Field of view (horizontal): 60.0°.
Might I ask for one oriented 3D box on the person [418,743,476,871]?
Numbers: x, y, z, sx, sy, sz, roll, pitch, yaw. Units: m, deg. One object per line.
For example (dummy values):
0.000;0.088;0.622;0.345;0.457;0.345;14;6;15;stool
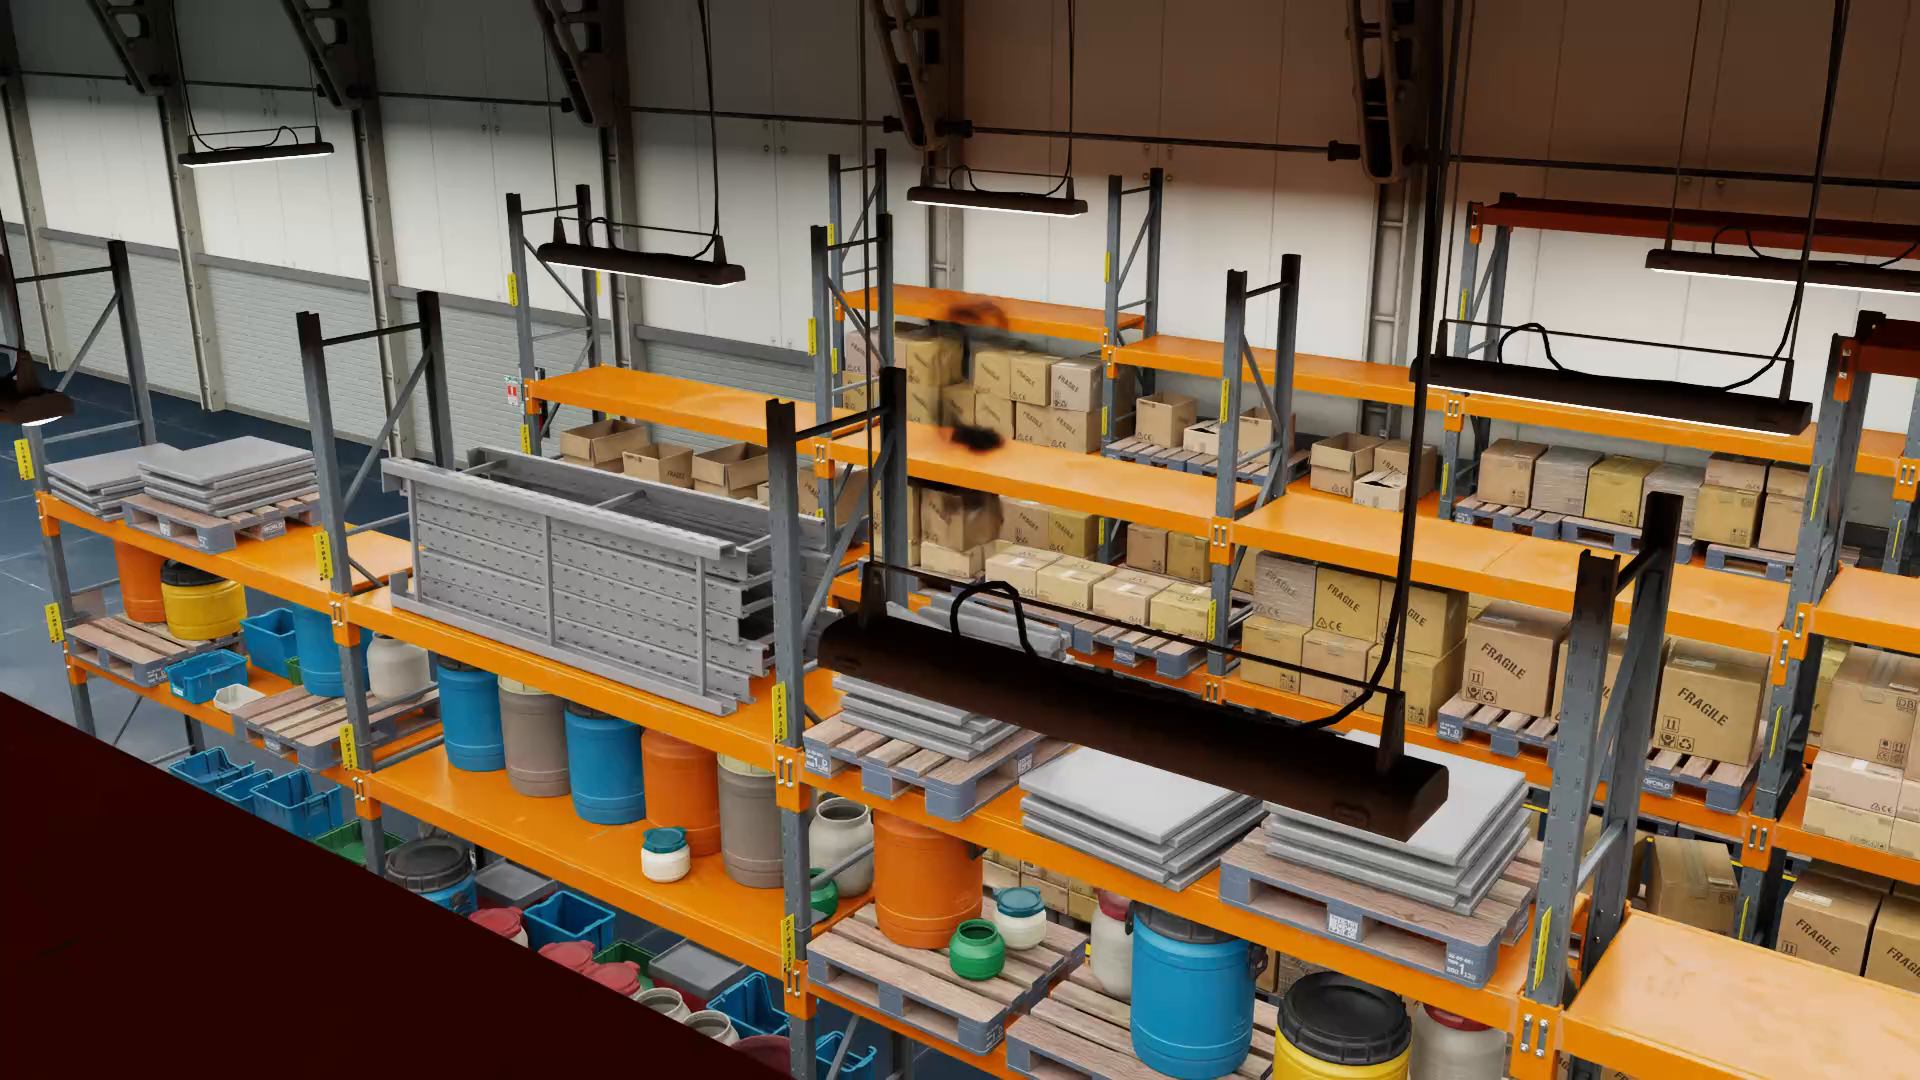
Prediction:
-4.731;2.503;15.109;0.574;1.628;0.566;11;22;31;person
